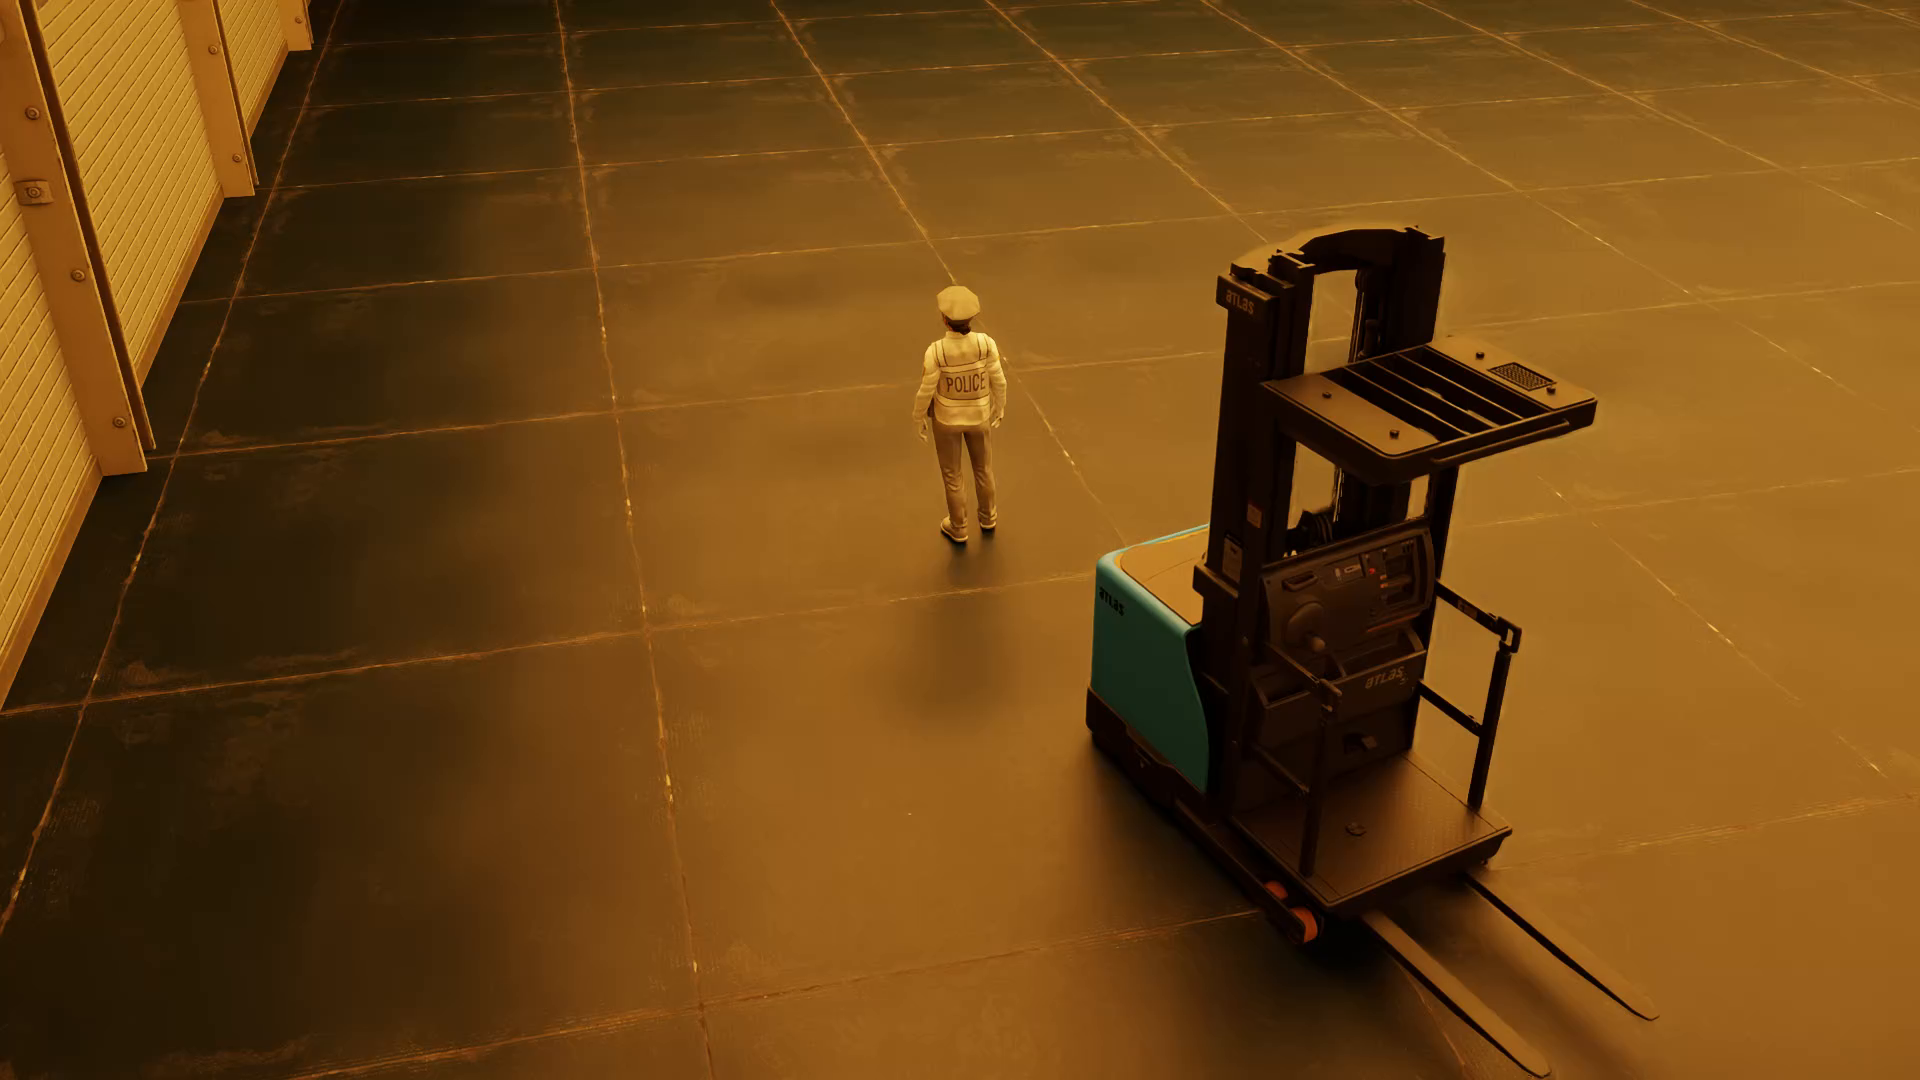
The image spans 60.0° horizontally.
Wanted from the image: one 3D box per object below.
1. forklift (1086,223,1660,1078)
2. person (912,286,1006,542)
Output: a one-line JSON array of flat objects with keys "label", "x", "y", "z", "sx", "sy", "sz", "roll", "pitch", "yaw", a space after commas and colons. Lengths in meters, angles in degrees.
[{"label": "forklift", "x": 1.812, "y": 0.266, "z": 7.114, "sx": 1.130, "sy": 2.935, "sz": 3.031, "roll": -15, "pitch": 33, "yaw": -25}, {"label": "person", "x": -0.010, "y": -0.773, "z": 10.131, "sx": 0.588, "sy": 1.695, "sz": 0.531, "roll": -7, "pitch": 31, "yaw": -12}]
